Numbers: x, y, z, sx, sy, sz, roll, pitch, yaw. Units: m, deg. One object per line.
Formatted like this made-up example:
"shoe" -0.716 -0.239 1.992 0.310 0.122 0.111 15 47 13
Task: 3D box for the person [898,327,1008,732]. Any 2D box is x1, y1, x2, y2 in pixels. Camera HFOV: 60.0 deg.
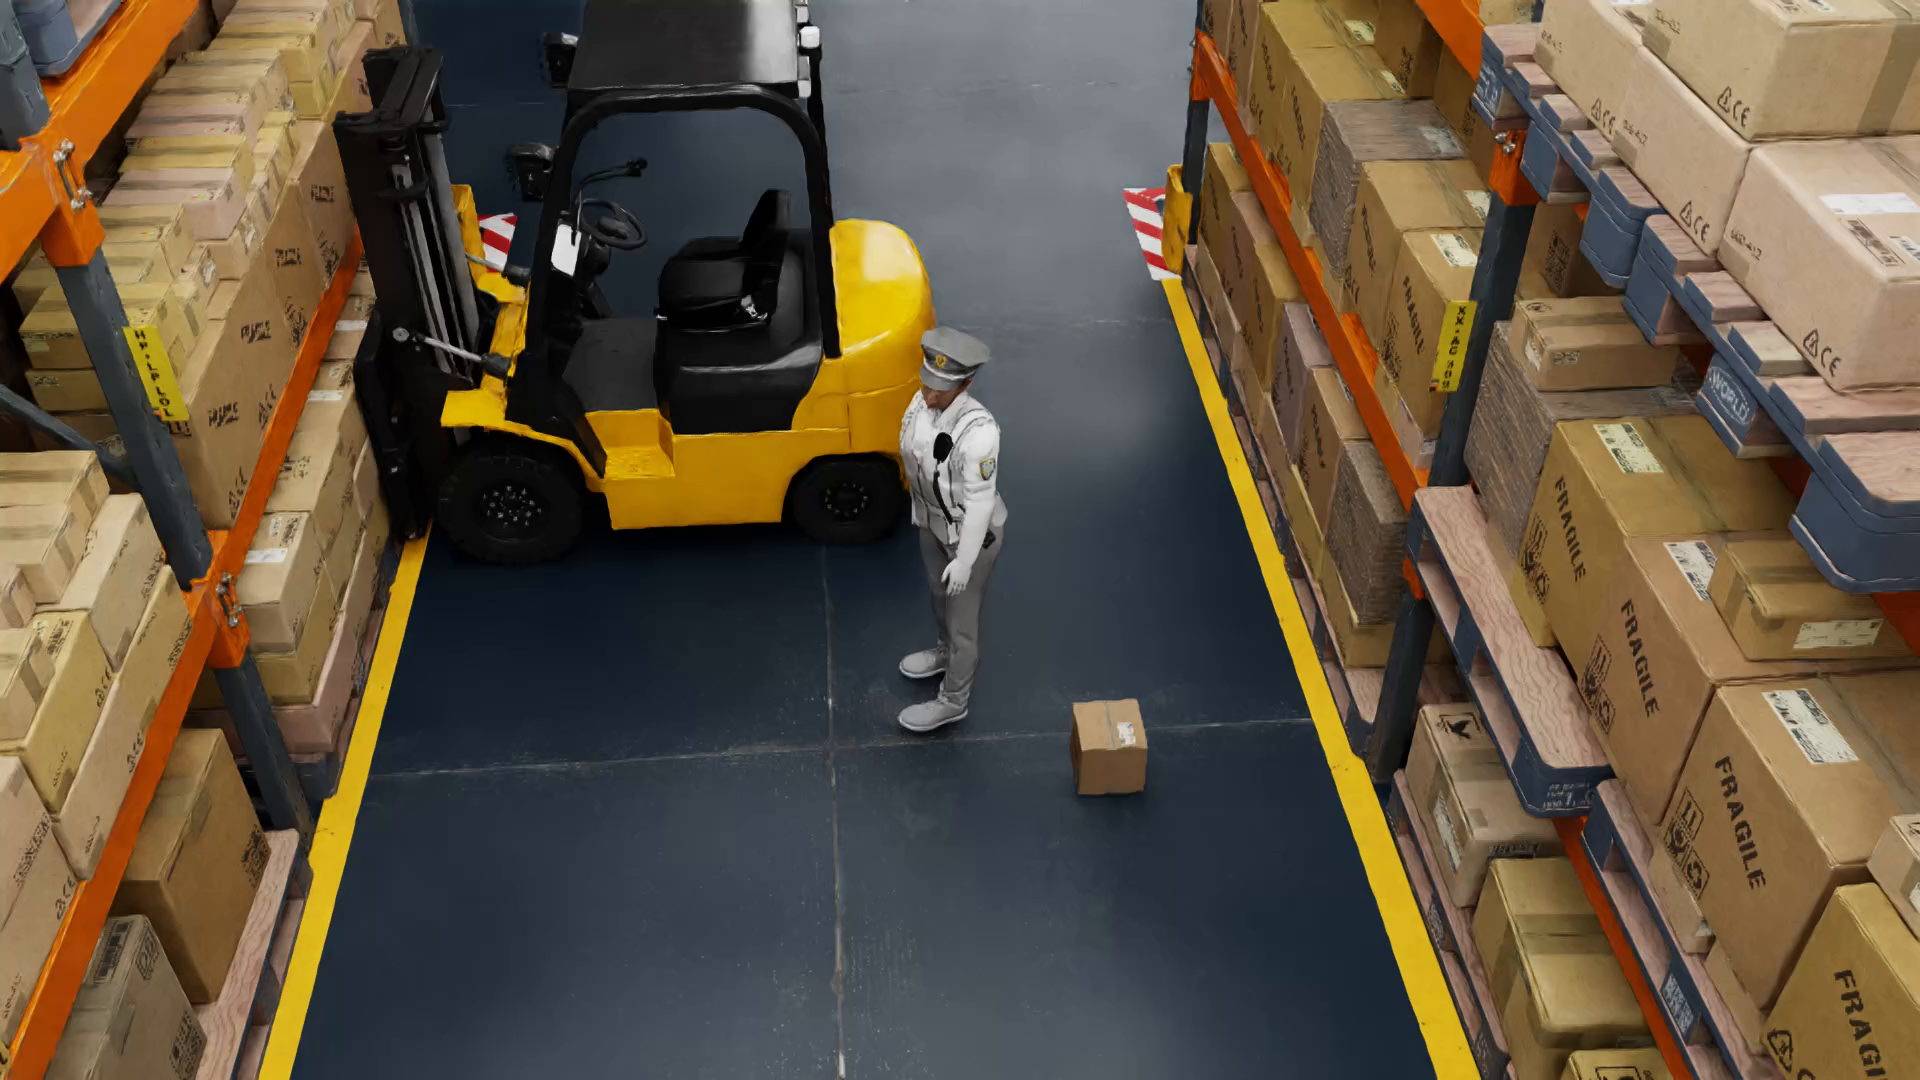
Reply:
"person" -0.096 -0.031 6.149 0.475 1.686 0.530 -23 45 -26
